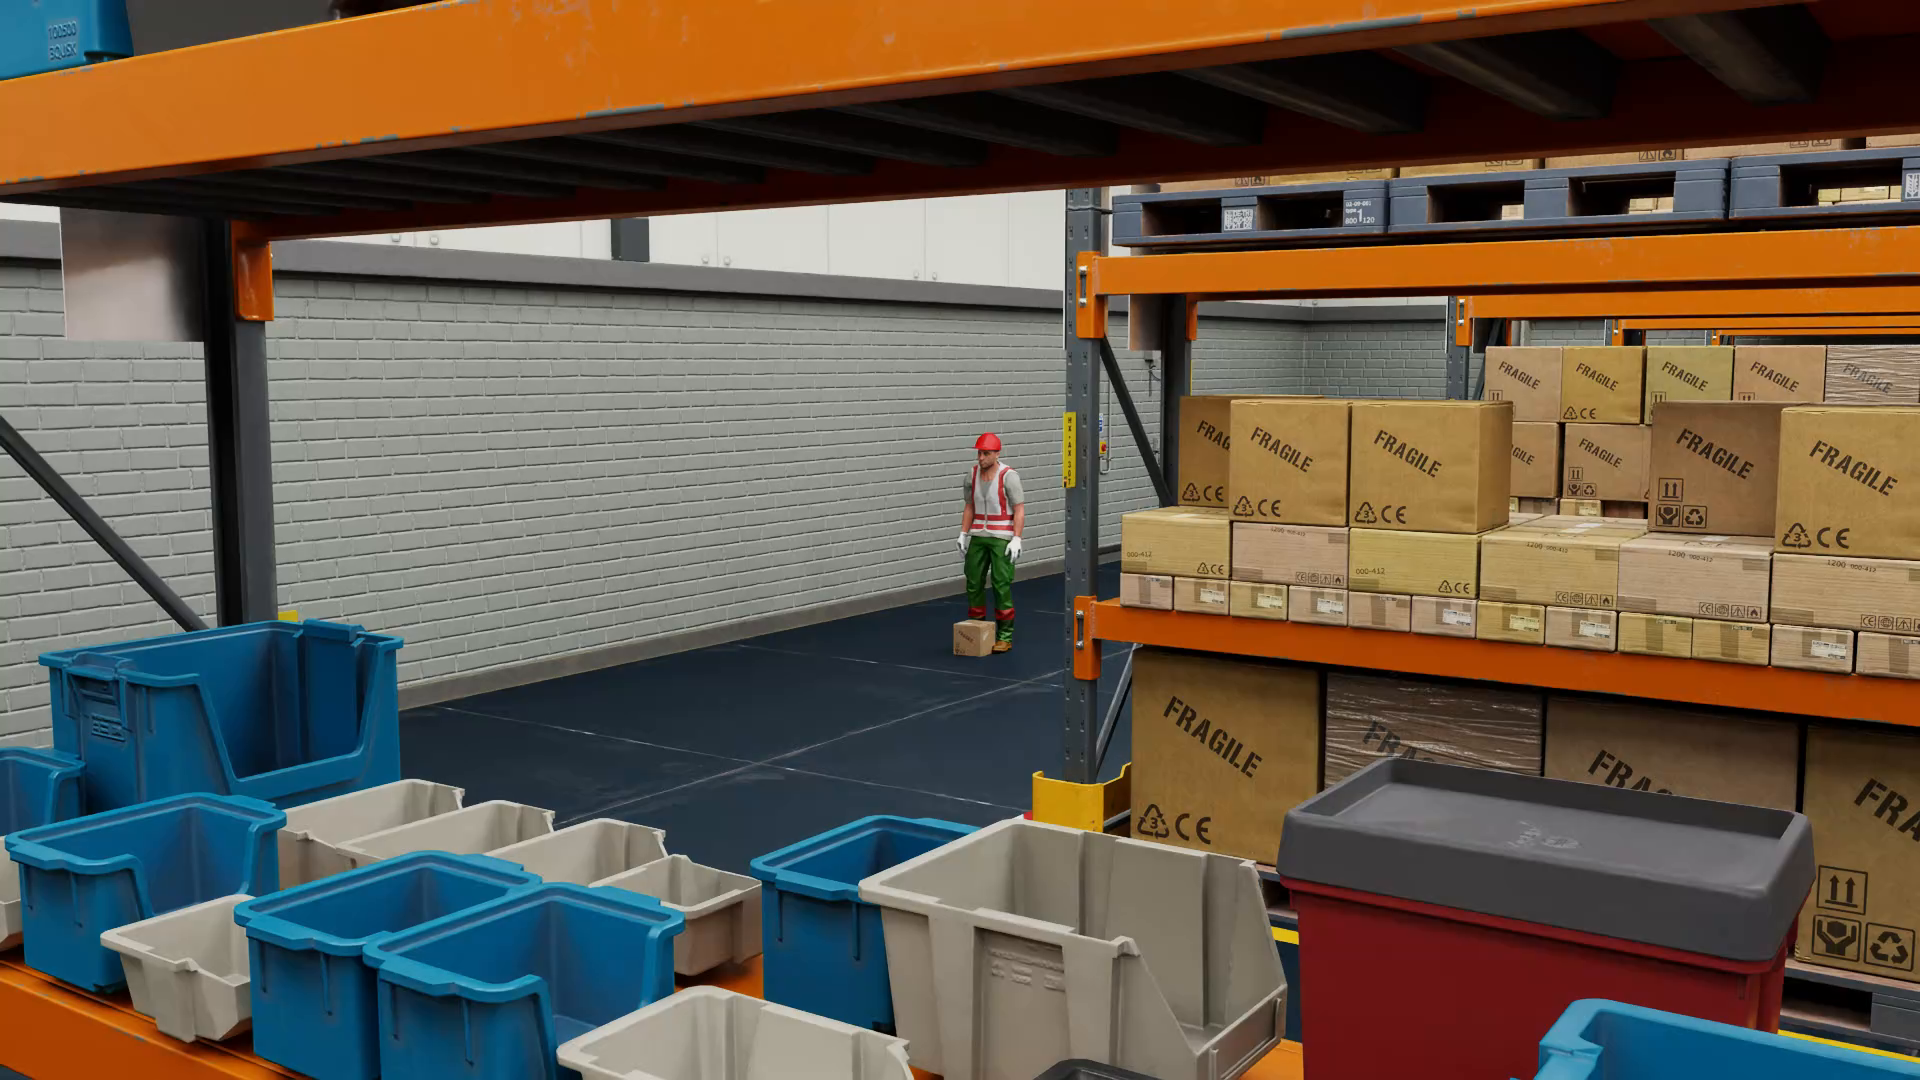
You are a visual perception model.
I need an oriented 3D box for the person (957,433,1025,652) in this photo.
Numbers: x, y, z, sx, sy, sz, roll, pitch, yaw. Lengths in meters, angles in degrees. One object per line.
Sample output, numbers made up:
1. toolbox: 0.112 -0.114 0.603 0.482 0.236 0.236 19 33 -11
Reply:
1. person: 0.240 0.014 13.533 0.604 1.778 0.453 4 7 33
